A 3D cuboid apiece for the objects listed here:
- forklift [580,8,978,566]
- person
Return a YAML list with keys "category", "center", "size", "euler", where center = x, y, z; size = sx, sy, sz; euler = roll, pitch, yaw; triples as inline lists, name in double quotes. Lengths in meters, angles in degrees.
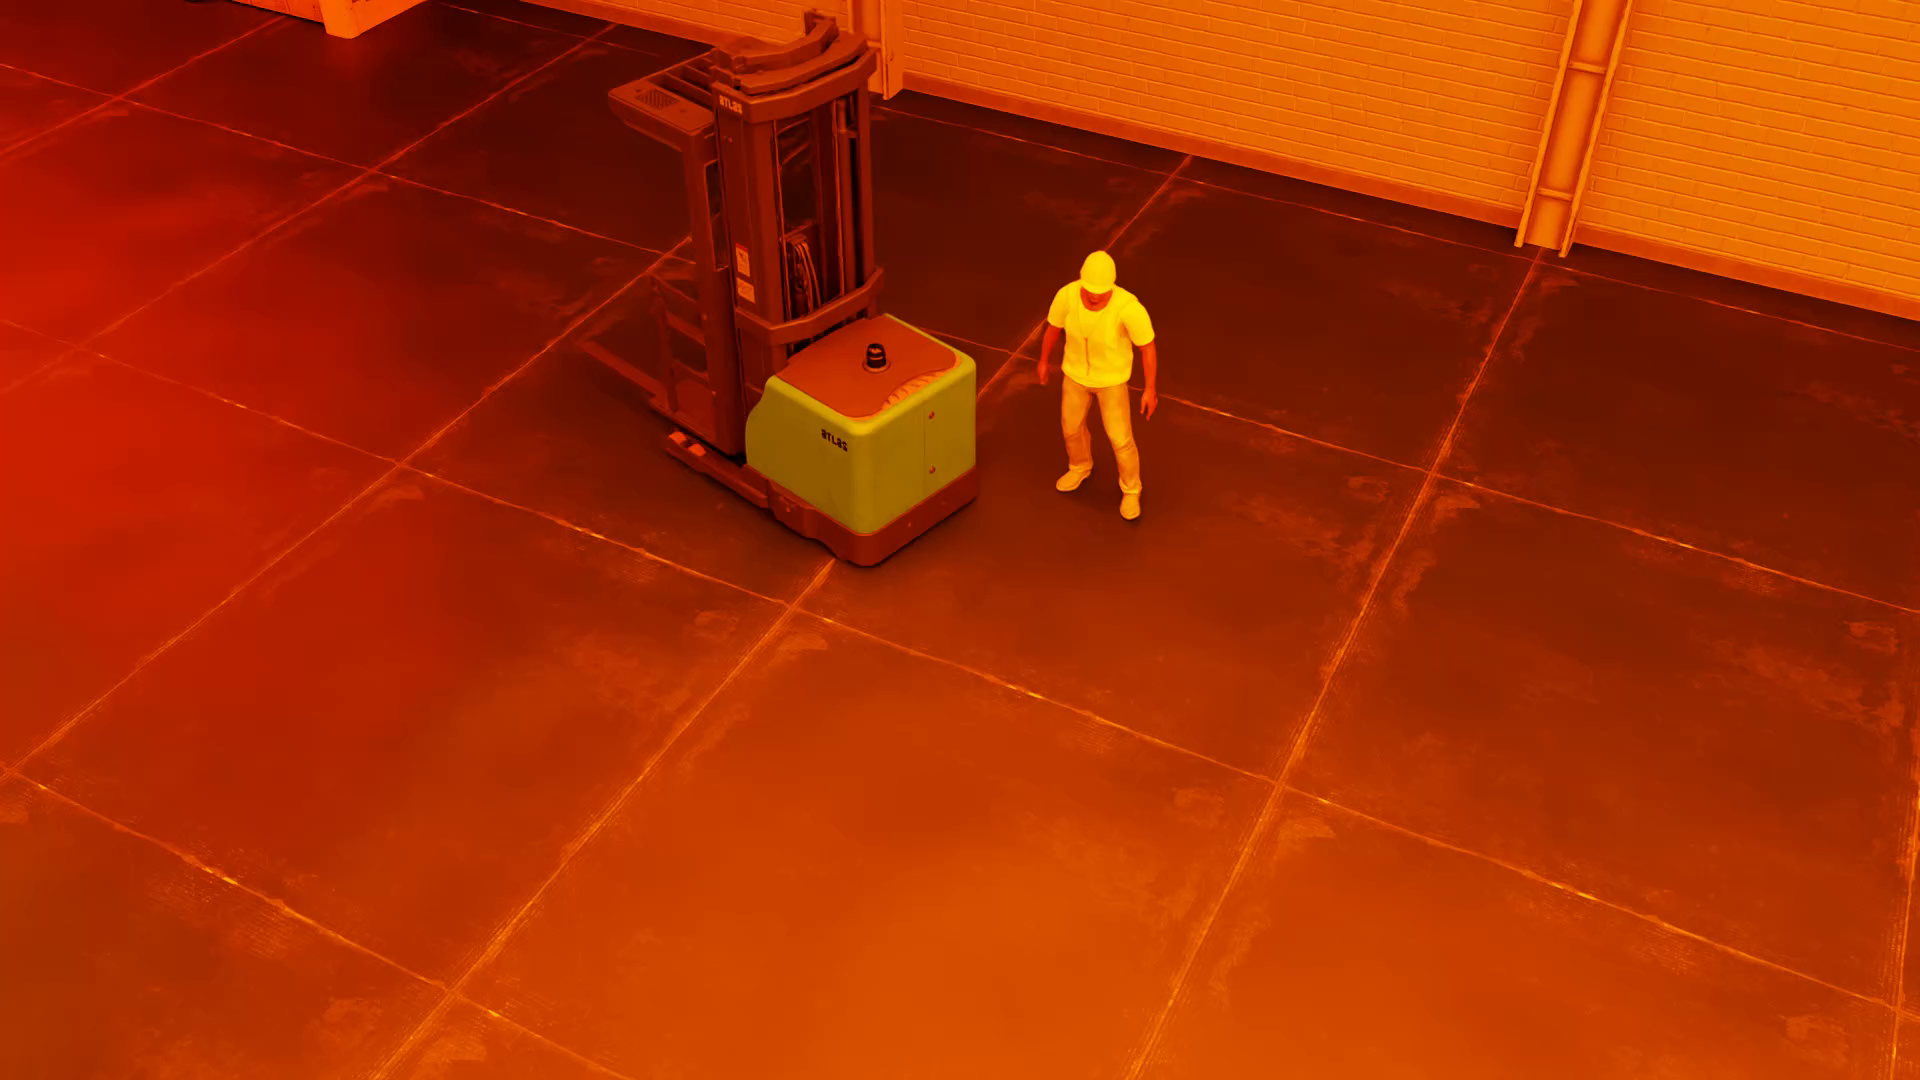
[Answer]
- category: "forklift"
  center: [-1.306, -1.795, 10.118]
  size: [3.031, 2.935, 1.130]
  euler: [31, 49, 32]
- category: "person"
  center: [0.823, -0.986, 10.083]
  size: [0.816, 1.740, 0.413]
  euler: [17, 43, 19]
